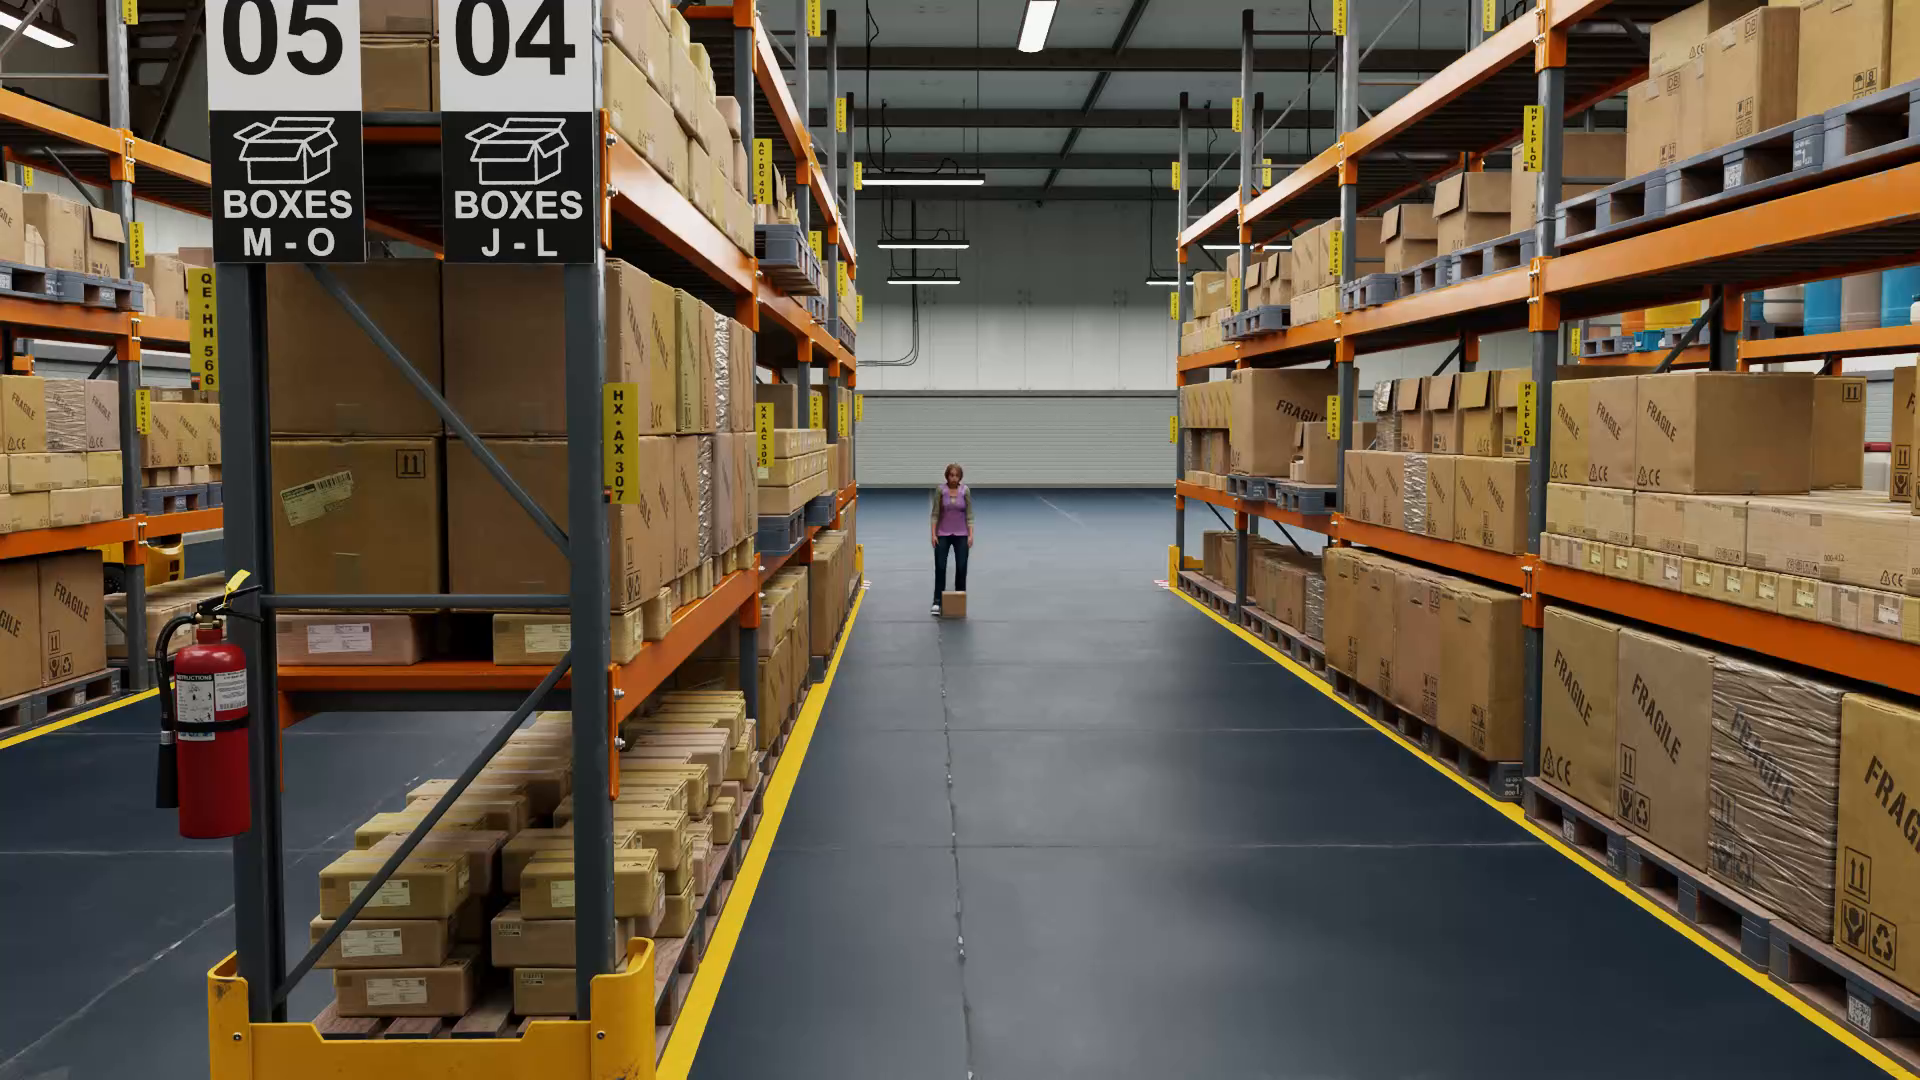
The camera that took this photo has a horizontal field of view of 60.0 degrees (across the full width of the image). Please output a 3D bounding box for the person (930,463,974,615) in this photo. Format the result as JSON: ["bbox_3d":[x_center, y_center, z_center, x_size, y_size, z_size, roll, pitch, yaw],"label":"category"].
[{"bbox_3d":[-0.083,-0.015,17.460,0.464,1.591,0.343,0,4,-4],"label":"person"}]
